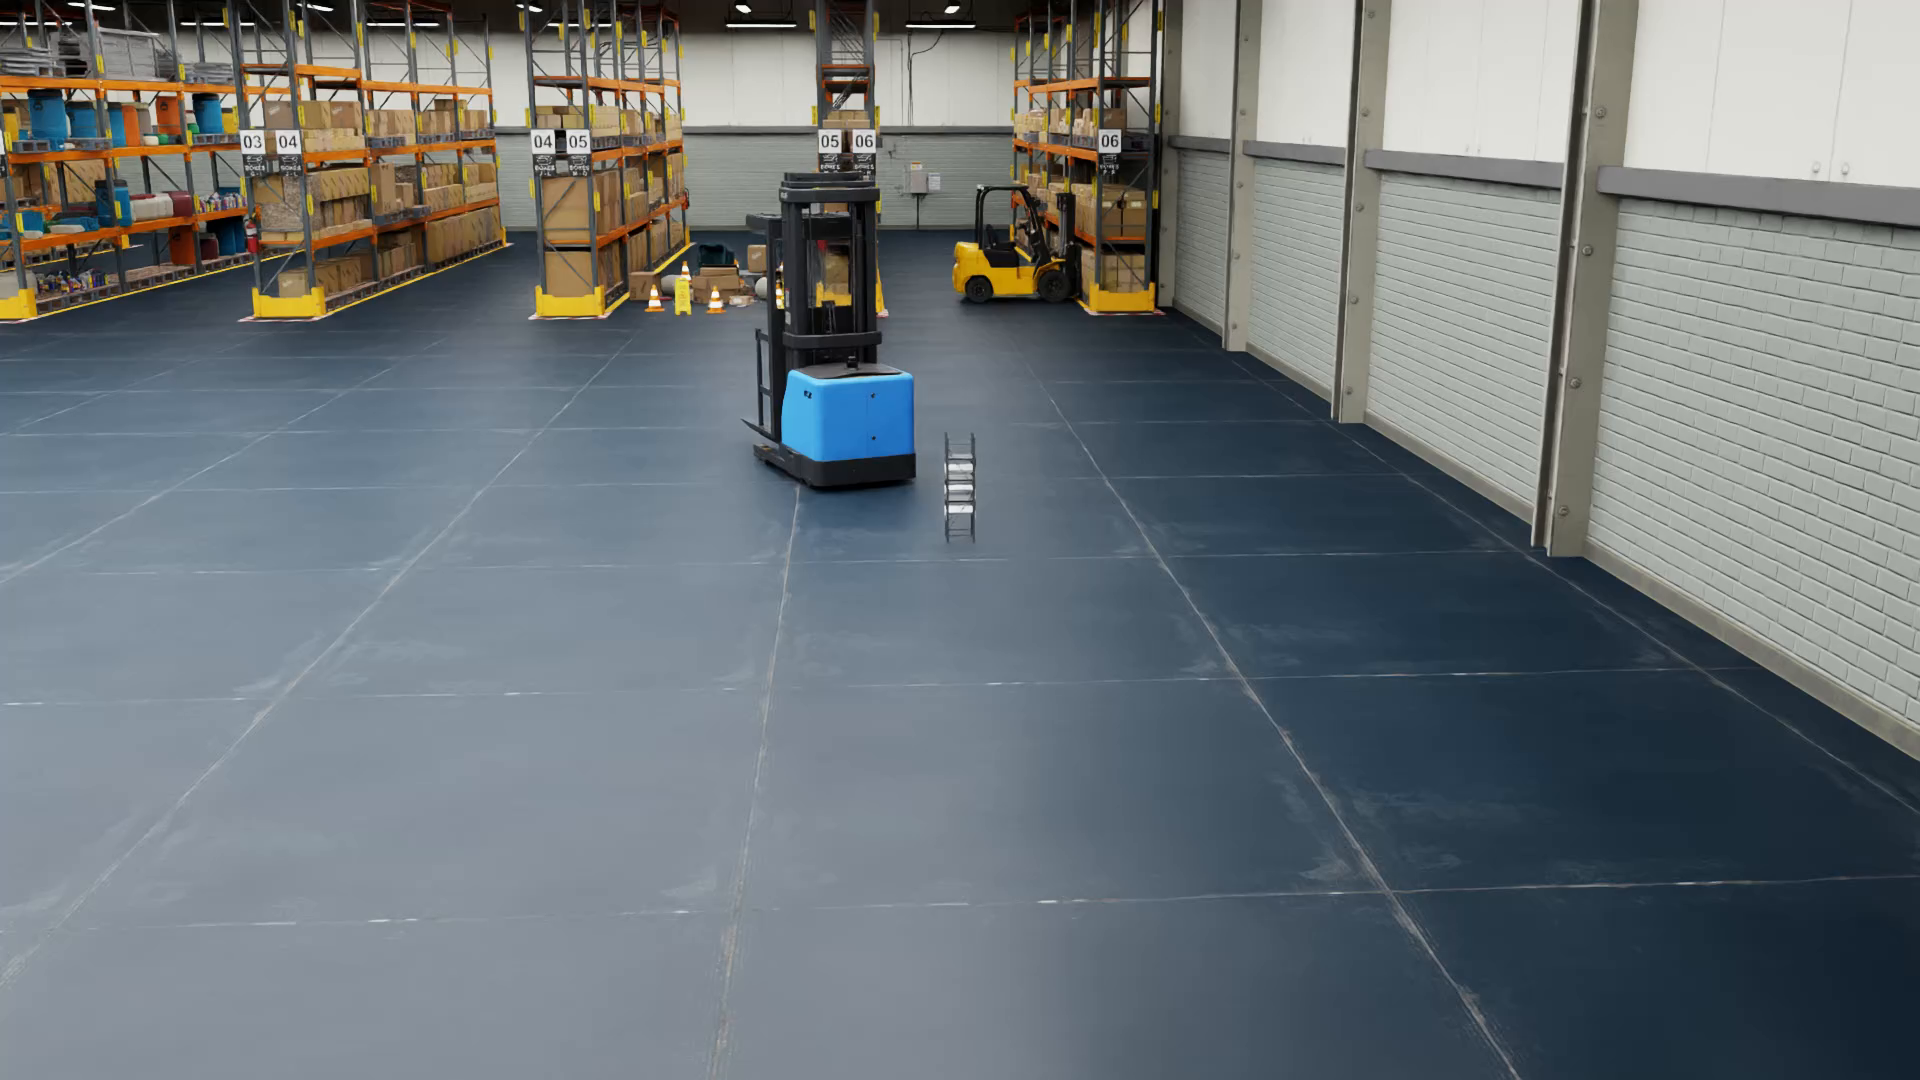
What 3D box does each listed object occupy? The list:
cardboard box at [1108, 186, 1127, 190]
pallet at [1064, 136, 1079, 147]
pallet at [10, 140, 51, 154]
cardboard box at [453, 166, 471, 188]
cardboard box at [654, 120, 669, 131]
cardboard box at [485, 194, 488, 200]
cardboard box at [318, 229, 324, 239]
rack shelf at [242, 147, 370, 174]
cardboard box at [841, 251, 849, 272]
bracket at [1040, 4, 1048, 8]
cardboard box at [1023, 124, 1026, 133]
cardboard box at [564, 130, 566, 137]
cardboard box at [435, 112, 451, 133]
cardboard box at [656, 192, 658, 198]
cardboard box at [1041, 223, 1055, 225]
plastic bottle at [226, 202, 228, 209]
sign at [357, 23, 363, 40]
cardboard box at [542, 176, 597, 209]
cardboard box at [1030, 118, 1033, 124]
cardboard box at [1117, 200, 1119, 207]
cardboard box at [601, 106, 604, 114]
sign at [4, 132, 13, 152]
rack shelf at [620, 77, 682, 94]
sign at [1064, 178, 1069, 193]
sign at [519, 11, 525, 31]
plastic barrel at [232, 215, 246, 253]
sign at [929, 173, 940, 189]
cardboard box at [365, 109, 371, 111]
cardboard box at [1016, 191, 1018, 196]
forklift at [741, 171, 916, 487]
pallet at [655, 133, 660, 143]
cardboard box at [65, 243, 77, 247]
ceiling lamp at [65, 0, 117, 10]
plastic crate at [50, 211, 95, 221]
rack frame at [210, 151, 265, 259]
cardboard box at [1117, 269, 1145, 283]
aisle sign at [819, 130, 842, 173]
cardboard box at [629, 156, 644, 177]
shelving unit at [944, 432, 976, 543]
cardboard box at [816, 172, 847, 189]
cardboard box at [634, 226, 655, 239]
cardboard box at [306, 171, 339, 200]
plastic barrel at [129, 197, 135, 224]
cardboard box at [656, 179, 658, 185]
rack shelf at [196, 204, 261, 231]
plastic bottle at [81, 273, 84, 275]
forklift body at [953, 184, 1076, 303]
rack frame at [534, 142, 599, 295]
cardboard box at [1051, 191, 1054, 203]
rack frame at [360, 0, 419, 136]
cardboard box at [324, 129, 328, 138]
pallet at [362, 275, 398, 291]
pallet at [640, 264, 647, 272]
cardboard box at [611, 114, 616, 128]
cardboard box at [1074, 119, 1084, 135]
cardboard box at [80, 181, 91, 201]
[{"bbox_3d":[3.075,-6.765,32.202,0.380,0.149,0.250,-1,14,-4],"label":"cardboard box"},{"bbox_3d":[2.639,-8.232,34.364,0.805,0.209,1.217,-1,15,-6],"label":"pallet"},{"bbox_3d":[-16.788,-6.919,29.258,1.003,0.211,1.213,-1,14,-3],"label":"pallet"},{"bbox_3d":[-12.409,-8.969,41.066,0.500,0.500,0.500,-1,14,-3],"label":"cardboard box"},{"bbox_3d":[-7.468,-10.209,40.961,0.500,0.250,0.500,0,14,-2],"label":"cardboard box"},{"bbox_3d":[-12.450,-8.883,43.035,0.380,0.149,0.250,-1,14,-3],"label":"cardboard box"},{"bbox_3d":[-11.667,-5.505,29.906,0.380,0.149,0.250,-1,14,-3],"label":"cardboard box"},{"bbox_3d":[-12.015,-7.029,30.749,1.077,0.370,4.000,-1,14,-3],"label":"rack shelf"},{"bbox_3d":[-2.346,-5.140,31.154,0.500,0.500,0.500,0,14,-1],"label":"cardboard box"},{"bbox_3d":[2.367,-14.861,46.503,0.235,0.232,0.430,-1,14,-3],"label":"bracket"},{"bbox_3d":[1.888,-10.411,42.156,0.500,0.250,0.500,-1,14,-5],"label":"cardboard box"},{"bbox_3d":[-7.356,-7.392,30.178,0.380,0.149,0.250,-1,14,-4],"label":"cardboard box"},{"bbox_3d":[-12.588,-9.972,39.701,0.700,0.500,0.500,-1,14,-2],"label":"cardboard box"},{"bbox_3d":[-7.387,-8.191,39.503,0.380,0.149,0.250,-2,15,-6],"label":"cardboard box"},{"bbox_3d":[2.119,-7.656,40.636,0.380,0.149,0.250,-1,14,-4],"label":"cardboard box"},{"bbox_3d":[-17.120,-7.810,38.760,0.097,0.201,0.097,0,14,0],"label":"plastic bottle"},{"bbox_3d":[-11.596,-9.822,32.107,0.100,0.325,0.005,-1,14,-3],"label":"sign"},{"bbox_3d":[-6.918,-6.167,29.508,0.875,0.550,0.550,-1,14,-3],"label":"cardboard box"},{"bbox_3d":[1.895,-10.095,40.087,0.380,0.149,0.250,-1,14,-4],"label":"cardboard box"},{"bbox_3d":[3.104,-6.232,30.726,0.380,0.149,0.250,-1,14,-4],"label":"cardboard box"},{"bbox_3d":[-6.715,-7.852,30.364,0.380,0.149,0.250,-1,14,-4],"label":"cardboard box"},{"bbox_3d":[-16.285,-6.815,28.457,0.100,0.325,0.005,-1,14,-3],"label":"sign"},{"bbox_3d":[-7.802,-11.516,42.175,1.077,0.370,4.000,-1,14,-3],"label":"rack shelf"},{"bbox_3d":[2.165,-7.164,33.686,0.100,0.325,0.005,-1,14,-3],"label":"sign"},{"bbox_3d":[-7.477,-8.870,28.407,0.100,0.325,0.005,-1,14,-3],"label":"sign"},{"bbox_3d":[-17.561,-7.387,40.084,0.600,0.901,0.708,-1,14,-3],"label":"plastic barrel"},{"bbox_3d":[-0.778,-10.971,50.836,0.329,0.494,0.001,-1,14,-3],"label":"sign"},{"bbox_3d":[-12.548,-8.788,34.938,0.500,0.500,0.500,-1,14,-5],"label":"cardboard box"},{"bbox_3d":[1.709,-9.429,45.159,0.380,0.149,0.250,-1,14,-4],"label":"cardboard box"},{"bbox_3d":[-1.494,-2.244,16.866,1.130,2.935,3.031,-6,16,-23],"label":"forklift"},{"bbox_3d":[-7.678,-9.412,38.943,1.213,0.211,1.003,-1,14,-3],"label":"pallet"},{"bbox_3d":[-22.396,-7.423,41.661,0.380,0.166,0.250,-1,14,-3],"label":"cardboard box"},{"bbox_3d":[-19.773,-13.825,37.985,0.800,3.185,2.000,-1,14,-3],"label":"ceiling lamp"},{"bbox_3d":[-17.177,-6.183,32.163,0.767,0.338,0.504,-1,14,-3],"label":"plastic crate"},{"bbox_3d":[-17.578,-8.335,40.402,1.000,3.000,0.127,-1,14,-3],"label":"rack frame"},{"bbox_3d":[3.132,-4.892,30.691,0.500,0.250,0.500,-1,14,-2],"label":"cardboard box"},{"bbox_3d":[-2.286,-6.819,29.293,0.394,0.787,0.004,-1,14,-3],"label":"aisle sign"},{"bbox_3d":[-7.977,-9.252,41.163,0.500,0.500,0.500,-1,14,-5],"label":"cardboard box"},{"bbox_3d":[0.000,-0.438,13.922,0.258,0.900,0.210,-1,14,-3],"label":"shelving unit"},{"bbox_3d":[-2.249,-6.381,30.001,0.700,0.500,0.500,-1,14,-5],"label":"cardboard box"},{"bbox_3d":[-7.231,-6.999,37.879,0.500,0.250,0.500,-2,15,-6],"label":"cardboard box"},{"bbox_3d":[-11.709,-6.494,30.441,0.500,0.500,0.500,-1,14,-3],"label":"cardboard box"},{"bbox_3d":[-16.923,-6.653,33.590,0.433,0.535,0.433,0,14,0],"label":"plastic barrel"},{"bbox_3d":[-7.410,-8.540,39.664,0.380,0.149,0.250,-1,14,-4],"label":"cardboard box"},{"bbox_3d":[-17.454,-7.489,38.558,1.077,0.370,4.000,-1,14,-3],"label":"rack shelf"},{"bbox_3d":[-16.889,-5.028,32.130,0.152,0.276,0.135,-1,14,-3],"label":"plastic bottle"},{"bbox_3d":[1.016,-5.690,31.825,2.313,2.155,1.214,-1,14,-3],"label":"forklift body"},{"bbox_3d":[-6.934,-5.479,29.300,1.000,3.000,0.127,-1,14,-3],"label":"rack frame"},{"bbox_3d":[2.272,-7.578,36.758,0.500,0.250,0.500,0,14,-2],"label":"cardboard box"},{"bbox_3d":[-12.387,-10.322,36.085,1.000,3.000,0.127,-1,14,-3],"label":"rack frame"},{"bbox_3d":[-11.724,-7.396,30.234,0.380,0.149,0.250,-2,15,-6],"label":"cardboard box"},{"bbox_3d":[-12.188,-5.265,34.066,1.003,0.211,1.213,-1,14,-3],"label":"pallet"},{"bbox_3d":[-7.456,-5.921,36.614,1.003,0.211,1.213,-1,14,-3],"label":"pallet"},{"bbox_3d":[-6.864,-8.005,31.760,0.500,0.250,0.500,-1,14,-4],"label":"cardboard box"},{"bbox_3d":[2.515,-8.103,32.616,0.500,0.311,0.500,-1,14,-2],"label":"cardboard box"},{"bbox_3d":[-22.378,-8.817,42.075,0.500,0.500,0.500,-1,14,-4],"label":"cardboard box"}]
